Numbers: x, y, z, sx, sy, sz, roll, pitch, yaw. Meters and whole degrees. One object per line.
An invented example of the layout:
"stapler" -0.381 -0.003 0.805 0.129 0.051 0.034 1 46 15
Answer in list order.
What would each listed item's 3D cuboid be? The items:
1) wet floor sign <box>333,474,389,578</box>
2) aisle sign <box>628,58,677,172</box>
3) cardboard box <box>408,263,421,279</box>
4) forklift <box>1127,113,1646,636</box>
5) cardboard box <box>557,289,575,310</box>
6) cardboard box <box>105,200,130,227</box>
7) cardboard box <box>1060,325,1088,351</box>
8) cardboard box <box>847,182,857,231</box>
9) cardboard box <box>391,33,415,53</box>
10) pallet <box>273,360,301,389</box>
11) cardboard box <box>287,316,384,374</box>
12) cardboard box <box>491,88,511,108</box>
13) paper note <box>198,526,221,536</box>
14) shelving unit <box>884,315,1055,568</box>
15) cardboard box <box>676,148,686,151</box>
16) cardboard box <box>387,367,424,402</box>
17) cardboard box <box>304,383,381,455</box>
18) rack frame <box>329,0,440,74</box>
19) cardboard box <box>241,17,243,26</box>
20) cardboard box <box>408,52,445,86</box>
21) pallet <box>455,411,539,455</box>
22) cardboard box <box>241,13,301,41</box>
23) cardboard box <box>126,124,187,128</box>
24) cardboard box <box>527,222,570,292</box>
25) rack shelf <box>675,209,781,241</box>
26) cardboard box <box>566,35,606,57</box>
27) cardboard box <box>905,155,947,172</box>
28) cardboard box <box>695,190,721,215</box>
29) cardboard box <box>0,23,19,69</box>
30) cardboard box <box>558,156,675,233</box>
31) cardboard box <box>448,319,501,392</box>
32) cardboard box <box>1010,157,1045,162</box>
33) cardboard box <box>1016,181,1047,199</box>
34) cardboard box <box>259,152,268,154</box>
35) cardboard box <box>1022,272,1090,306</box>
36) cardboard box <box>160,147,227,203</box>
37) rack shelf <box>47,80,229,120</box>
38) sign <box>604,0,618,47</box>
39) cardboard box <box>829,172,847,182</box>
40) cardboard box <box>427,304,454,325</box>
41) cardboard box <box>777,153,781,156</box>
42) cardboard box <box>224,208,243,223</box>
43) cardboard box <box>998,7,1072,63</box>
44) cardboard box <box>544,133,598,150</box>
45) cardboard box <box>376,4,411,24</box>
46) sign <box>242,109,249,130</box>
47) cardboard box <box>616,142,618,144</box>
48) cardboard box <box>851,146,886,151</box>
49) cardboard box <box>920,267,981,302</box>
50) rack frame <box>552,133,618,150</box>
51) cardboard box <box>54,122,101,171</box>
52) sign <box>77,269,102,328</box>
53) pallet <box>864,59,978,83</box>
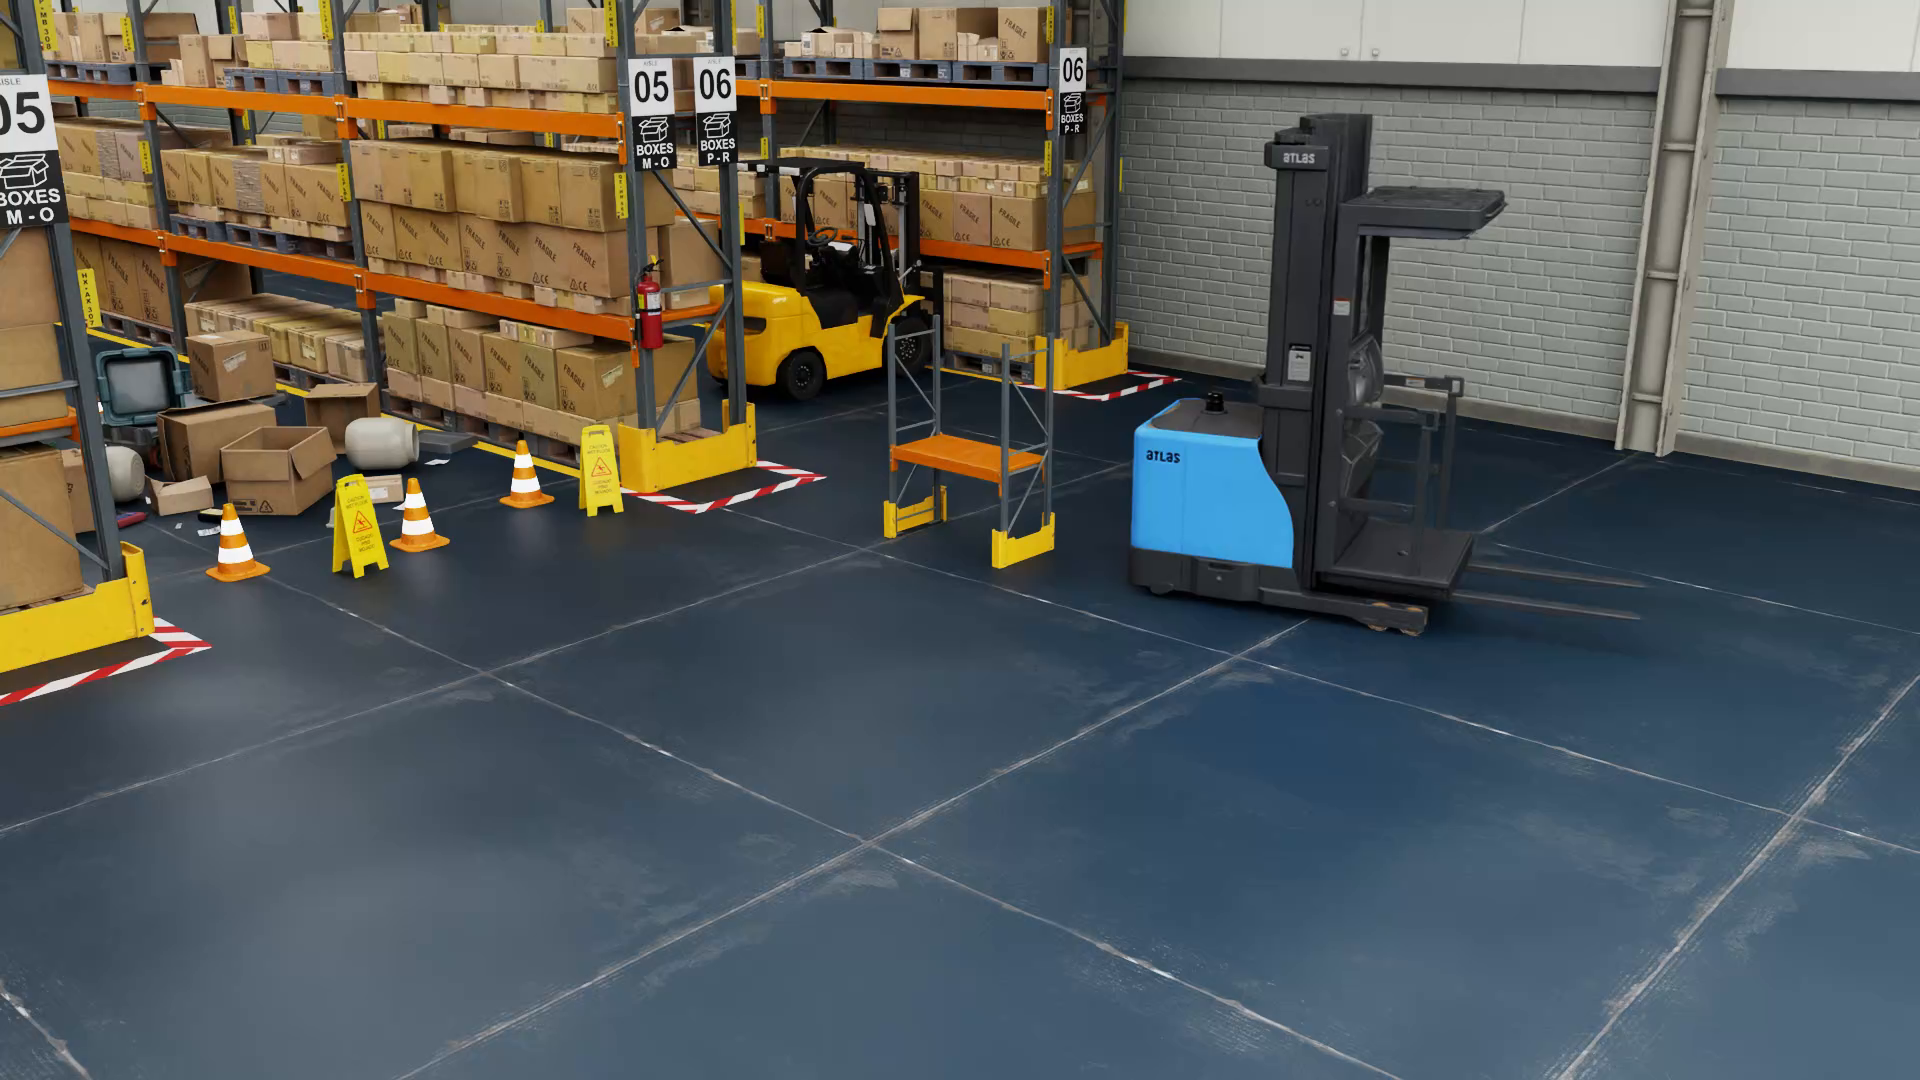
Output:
"wet floor sign" -3.961 -0.111 10.893 0.232 0.644 0.267 11 20 30
"aisle sign" -2.233 -3.092 12.098 0.004 0.787 0.394 15 23 39
"cardboard box" -4.614 -2.393 14.608 0.250 0.149 0.380 15 23 39
"forklift" 2.626 -1.015 9.964 3.031 2.935 1.130 8 19 23
"cardboard box" -2.949 -1.920 13.117 0.250 0.149 0.380 15 23 38
"cardboard box" -9.014 -3.607 18.268 0.500 0.250 0.500 16 23 40
"cardboard box" 0.967 -2.087 17.080 0.500 0.250 0.500 15 23 39
"cardboard box" -0.848 -3.555 17.689 0.500 0.500 0.500 15 23 39
"cardboard box" -4.476 -4.127 13.797 0.250 0.149 0.380 15 23 39
"pallet" -6.579 -1.806 16.952 1.213 0.211 1.003 15 23 39
"cardboard box" -6.013 -1.930 16.384 0.950 0.372 0.625 -17 24 -42
"cardboard box" -3.479 -3.513 13.177 0.250 0.149 0.380 14 22 38
"paper note" -5.312 -0.065 11.769 0.144 0.017 0.142 -9 20 -27
"shelving unit" 0.057 -0.700 11.337 1.083 1.500 0.587 15 23 39
"cardboard box" -3.505 -4.600 19.909 0.250 0.149 0.380 15 23 39
"cardboard box" -4.817 -1.444 15.054 0.500 0.250 0.500 14 22 37
"cardboard box" -5.181 -1.021 13.997 0.500 0.500 0.500 -3 18 -8
"rack frame" -5.079 -5.593 14.360 0.127 3.000 1.000 15 23 39
"cardboard box" -10.597 -7.859 25.389 0.500 0.250 0.500 15 23 39
"cardboard box" -4.173 -3.879 13.672 0.500 0.250 0.500 15 23 40
"pallet" -3.636 -1.033 14.518 1.213 0.211 1.003 15 23 39
"cardboard box" -6.375 -4.818 15.603 0.500 0.250 0.500 16 23 40
"cardboard box" -9.031 -4.420 18.763 0.500 0.500 0.500 16 24 41
"cardboard box" -3.047 -2.268 13.144 0.500 0.500 0.500 15 23 39
"rack shelf" -3.283 -3.916 20.183 4.000 0.370 1.077 15 23 39
"cardboard box" -2.703 -3.682 12.394 0.250 0.149 0.380 16 23 40
"cardboard box" -0.354 -3.884 17.162 0.250 0.149 0.380 15 23 40
"cardboard box" -2.717 -3.928 19.277 0.500 0.250 0.500 15 23 39
"cardboard box" -5.488 -2.693 9.077 0.500 0.250 0.500 15 23 39
"cardboard box" -2.614 -2.650 12.693 0.500 0.500 0.700 14 23 38
"cardboard box" -4.022 -1.592 14.281 0.500 0.500 0.500 17 24 42
"cardboard box" 0.715 -3.779 16.831 0.250 0.149 0.380 16 23 40
"cardboard box" 0.760 -3.418 16.184 0.250 0.149 0.380 15 23 40
"cardboard box" -6.774 -3.696 16.947 0.500 0.500 0.500 13 22 36
"cardboard box" 0.971 -2.560 16.918 0.500 0.250 0.500 15 23 38
"cardboard box" -7.888 -3.784 17.225 0.500 0.500 0.500 14 22 38
"rack shelf" -9.566 -5.025 18.718 4.000 0.370 1.077 15 23 39
"sign" -2.470 -3.661 11.766 0.005 0.325 0.100 15 23 39
"cardboard box" -1.180 -3.927 17.789 0.250 0.149 0.380 16 23 40
"cardboard box" -4.377 -1.969 14.397 0.250 0.149 0.380 16 24 41
"cardboard box" -2.073 -4.399 19.278 0.250 0.149 0.380 14 22 37
"cardboard box" -7.164 -3.290 16.740 0.380 0.149 0.250 -17 24 -42
"cardboard box" 0.712 -4.813 15.836 0.500 0.500 0.500 16 24 41
"cardboard box" -5.060 -5.047 21.697 0.500 0.500 0.500 16 24 42
"cardboard box" -7.777 -7.222 22.828 0.258 0.266 0.396 15 23 39
"sign" -11.122 -6.557 25.882 0.005 0.325 0.100 15 23 39
"cardboard box" -4.131 -4.971 21.078 0.250 0.149 0.380 16 23 41
"cardboard box" -0.980 -4.251 18.317 0.250 0.149 0.380 15 23 39
"cardboard box" -0.116 -2.643 17.179 0.500 0.250 0.500 15 23 40
"rack frame" -4.779 -4.661 21.339 0.127 3.000 1.000 15 23 39
"cardboard box" -10.152 -4.514 19.058 0.500 0.500 0.500 14 23 38
"sign" -4.924 -1.365 9.393 0.005 0.325 0.100 15 23 39
"pallet" -0.223 -4.835 17.075 1.213 0.211 1.003 15 23 39
